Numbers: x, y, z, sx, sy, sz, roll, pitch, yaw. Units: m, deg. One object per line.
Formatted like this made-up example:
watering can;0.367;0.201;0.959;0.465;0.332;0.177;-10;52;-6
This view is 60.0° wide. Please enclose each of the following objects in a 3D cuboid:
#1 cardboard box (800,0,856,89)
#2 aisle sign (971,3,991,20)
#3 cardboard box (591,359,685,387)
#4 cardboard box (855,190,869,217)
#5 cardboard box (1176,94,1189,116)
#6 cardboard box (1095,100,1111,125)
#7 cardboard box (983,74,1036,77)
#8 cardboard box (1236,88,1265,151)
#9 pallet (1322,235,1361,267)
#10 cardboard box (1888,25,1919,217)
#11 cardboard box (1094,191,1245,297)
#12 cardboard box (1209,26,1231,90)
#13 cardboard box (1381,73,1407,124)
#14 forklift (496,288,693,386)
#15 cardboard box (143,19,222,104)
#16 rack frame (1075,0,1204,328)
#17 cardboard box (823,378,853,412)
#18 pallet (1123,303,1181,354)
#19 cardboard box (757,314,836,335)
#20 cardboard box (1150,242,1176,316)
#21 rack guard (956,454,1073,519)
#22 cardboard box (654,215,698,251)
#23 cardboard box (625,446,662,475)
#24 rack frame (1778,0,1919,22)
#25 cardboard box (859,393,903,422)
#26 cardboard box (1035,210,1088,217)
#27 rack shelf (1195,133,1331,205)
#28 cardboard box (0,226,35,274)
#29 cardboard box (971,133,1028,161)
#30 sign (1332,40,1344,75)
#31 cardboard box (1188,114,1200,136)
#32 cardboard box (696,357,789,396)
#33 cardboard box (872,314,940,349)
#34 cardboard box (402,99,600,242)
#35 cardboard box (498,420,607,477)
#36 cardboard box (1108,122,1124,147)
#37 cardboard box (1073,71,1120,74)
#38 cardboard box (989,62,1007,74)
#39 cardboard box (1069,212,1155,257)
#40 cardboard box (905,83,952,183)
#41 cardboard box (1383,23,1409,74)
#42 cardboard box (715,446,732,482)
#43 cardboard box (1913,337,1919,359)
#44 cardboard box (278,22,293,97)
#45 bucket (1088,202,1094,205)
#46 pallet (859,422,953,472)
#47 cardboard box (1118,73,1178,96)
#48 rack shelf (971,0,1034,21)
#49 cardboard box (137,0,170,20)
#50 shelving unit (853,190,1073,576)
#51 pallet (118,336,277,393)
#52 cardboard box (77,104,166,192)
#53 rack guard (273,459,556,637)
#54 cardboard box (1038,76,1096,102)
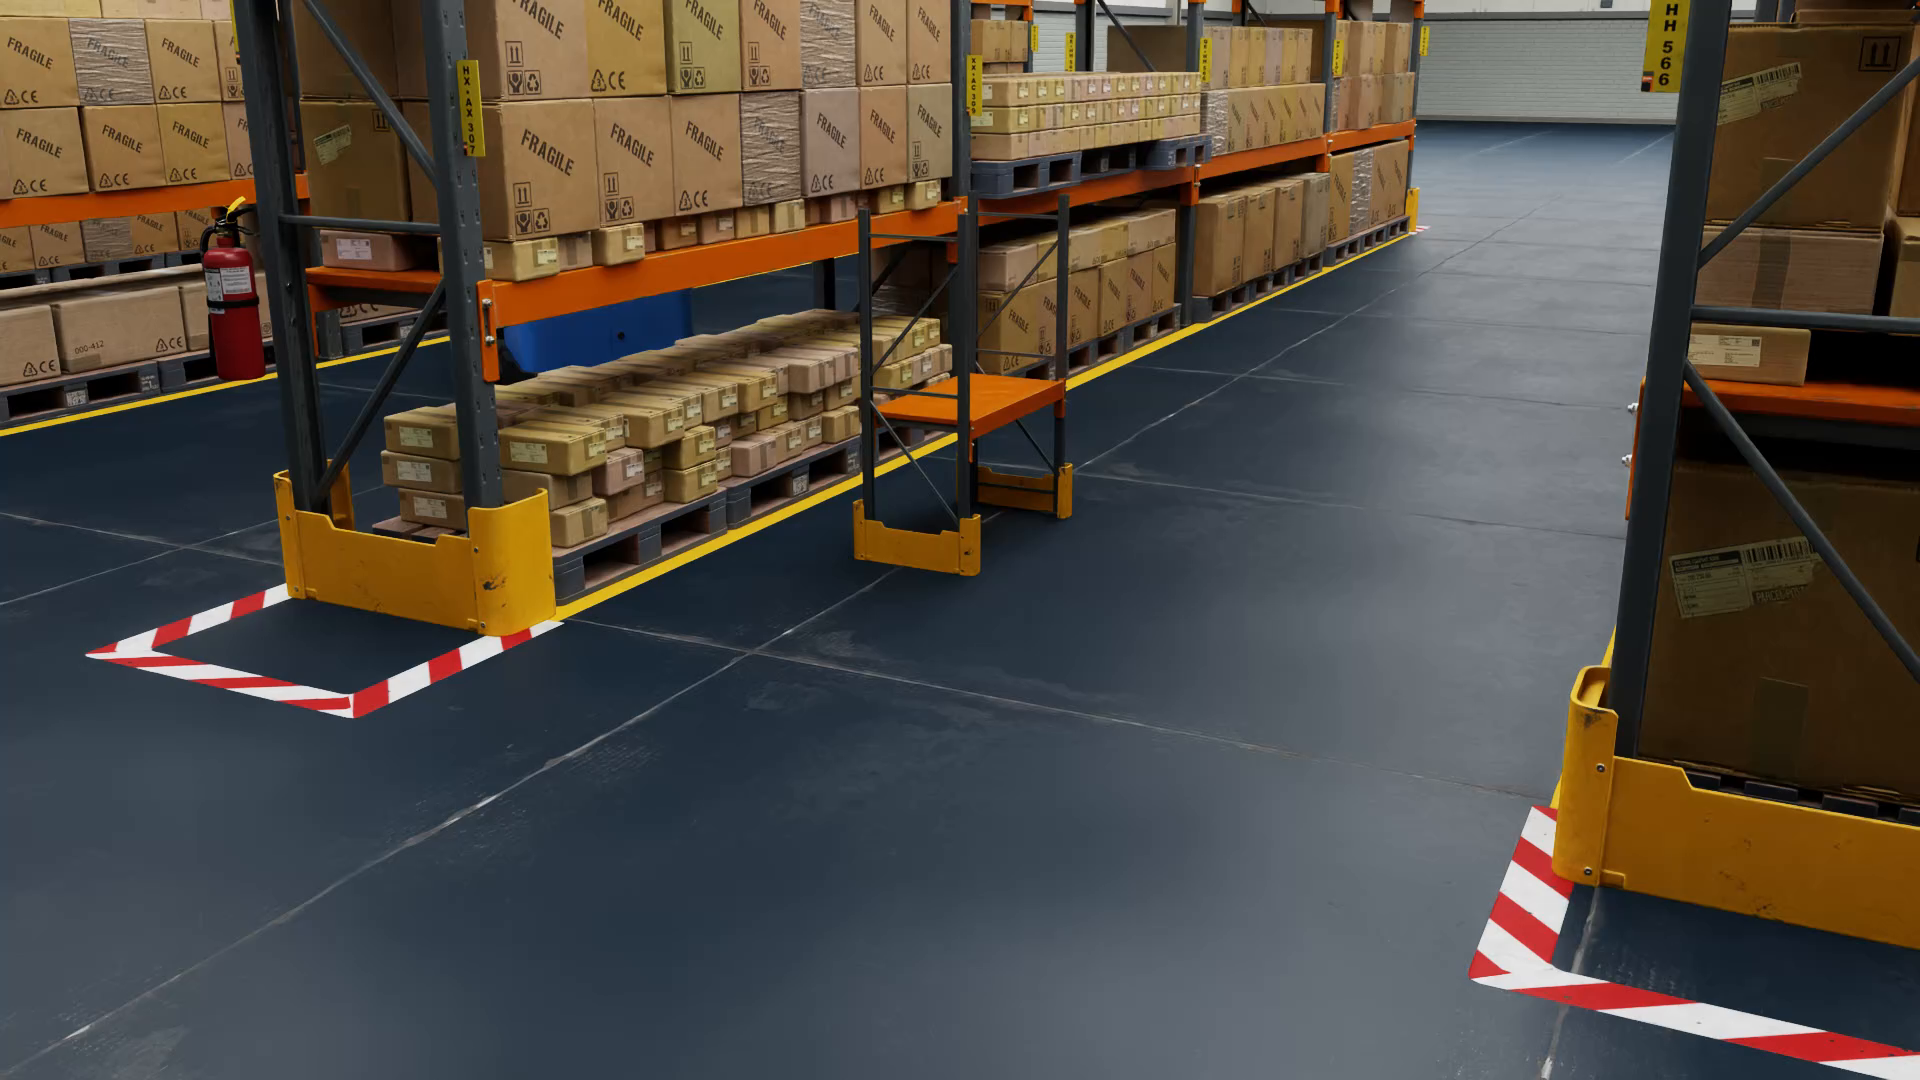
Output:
cardboard box;-0.848;-2.437;8.007;0.500;0.500;0.500;9;19;27
aisle sign;0.227;-7.144;21.744;0.394;0.787;0.004;8;18;25
cardboard box;-1.564;-0.776;8.092;0.380;0.149;0.250;7;18;24
cardboard box;-0.697;-1.762;8.631;0.380;0.149;0.250;8;18;24
cardboard box;1.444;-3.173;12.119;0.380;0.149;0.250;9;19;27
cardboard box;0.757;-2.782;10.805;0.380;0.149;0.250;8;18;24
cardboard box;0.295;-3.076;11.272;0.380;0.149;0.250;8;18;25
cardboard box;2.268;-3.587;14.159;0.500;0.500;0.500;8;18;25
pallet;3.572;-3.067;17.480;1.003;0.211;1.213;8;18;25
cardboard box;2.872;-1.152;4.559;0.500;0.500;0.500;8;18;24
cardboard box;1.728;-2.468;13.778;1.050;0.750;0.750;8;18;25
cardboard box;1.810;-3.970;13.692;0.700;0.500;0.500;8;18;25
cardboard box;4.599;-5.068;19.055;0.875;0.550;0.550;8;18;25
forklift;-2.593;-2.532;10.901;1.130;2.935;3.031;-6;18;-20
cardboard box;-5.083;-3.030;10.526;0.500;0.500;0.500;8;18;25
rack frame;1.375;-3.201;13.034;1.000;3.000;0.127;8;18;25
cardboard box;-0.778;-0.779;8.626;0.380;0.149;0.250;9;19;27
pallet;1.025;-1.666;12.761;1.003;0.211;1.213;8;18;25
cardboard box;-0.927;-1.178;9.447;0.380;0.149;0.250;9;19;28
cardboard box;1.315;-2.003;12.654;0.500;0.500;0.500;8;18;25
rack guard;0.257;-0.266;7.981;0.587;0.250;0.087;8;18;25
cardboard box;-1.380;-1.365;7.293;0.380;0.149;0.250;8;18;25
cardboard box;-1.533;-0.378;7.275;0.380;0.149;0.250;8;18;26
rack frame;5.767;-2.544;10.823;1.000;3.000;0.127;8;18;25
cardboard box;-0.534;-0.743;9.026;0.380;0.149;0.250;7;18;24
cardboard box;0.624;-2.290;12.301;0.500;0.250;0.500;8;18;25
rack shelf;2.269;-3.366;14.851;1.077;0.370;4.000;8;18;25
cardboard box;-8.681;-2.651;14.836;0.500;0.500;0.500;8;18;25
cardboard box;0.175;-2.305;9.720;0.380;0.149;0.250;7;18;23
sign;3.652;-4.671;16.087;0.100;0.325;0.005;8;18;25
cardboard box;1.566;-3.098;12.390;0.380;0.149;0.250;8;19;26
cardboard box;-1.064;-0.787;8.132;0.380;0.149;0.250;8;18;26
cardboard box;-0.338;-1.178;9.448;0.380;0.149;0.250;9;19;27
cardboard box;-1.752;-1.433;6.383;0.500;0.500;0.500;9;19;28
cardboard box;-1.661;-0.374;6.738;0.380;0.149;0.250;7;18;23
cardboard box;0.870;-2.702;11.057;0.380;0.149;0.250;7;18;23
cardboard box;0.994;-3.473;12.608;0.380;0.149;0.250;8;18;25
cardboard box;0.253;-5.733;20.861;0.500;0.500;0.500;8;18;25
cardboard box;1.088;-2.226;12.087;0.500;0.250;0.500;8;18;26
cardboard box;-0.375;-2.214;9.011;0.500;0.500;0.500;8;18;25
cardboard box;4.586;-5.587;18.907;0.875;0.550;0.550;8;18;25
cardboard box;-1.289;-0.360;7.739;0.380;0.149;0.250;8;18;26
cardboard box;2.874;-0.565;4.601;0.380;0.149;0.250;8;18;24
cardboard box;-4.432;-3.389;11.735;0.500;0.500;0.500;8;18;26
bucket;1.161;-3.707;17.818;0.620;0.611;0.726;-27;30;-37
pallet;-0.680;-0.670;9.409;1.003;0.211;1.213;8;18;25
cardboard box;1.335;-3.254;11.869;0.380;0.149;0.250;9;19;27
rack shelf;-0.417;-6.427;19.888;1.077;0.370;4.000;8;18;25
cardboard box;-5.171;-3.323;10.374;0.380;0.149;0.250;8;18;25
shelving unit;0.034;-0.738;7.376;0.587;1.500;1.083;8;18;25
pallet;-5.295;-1.266;11.416;1.003;0.211;1.213;8;18;25
cardboard box;-5.301;-2.422;10.235;0.500;0.500;0.500;8;18;25
rack guard;-2.165;0.015;6.594;1.175;0.500;0.348;8;18;25
cardboard box;0.639;-2.855;10.529;0.380;0.149;0.250;8;18;25
